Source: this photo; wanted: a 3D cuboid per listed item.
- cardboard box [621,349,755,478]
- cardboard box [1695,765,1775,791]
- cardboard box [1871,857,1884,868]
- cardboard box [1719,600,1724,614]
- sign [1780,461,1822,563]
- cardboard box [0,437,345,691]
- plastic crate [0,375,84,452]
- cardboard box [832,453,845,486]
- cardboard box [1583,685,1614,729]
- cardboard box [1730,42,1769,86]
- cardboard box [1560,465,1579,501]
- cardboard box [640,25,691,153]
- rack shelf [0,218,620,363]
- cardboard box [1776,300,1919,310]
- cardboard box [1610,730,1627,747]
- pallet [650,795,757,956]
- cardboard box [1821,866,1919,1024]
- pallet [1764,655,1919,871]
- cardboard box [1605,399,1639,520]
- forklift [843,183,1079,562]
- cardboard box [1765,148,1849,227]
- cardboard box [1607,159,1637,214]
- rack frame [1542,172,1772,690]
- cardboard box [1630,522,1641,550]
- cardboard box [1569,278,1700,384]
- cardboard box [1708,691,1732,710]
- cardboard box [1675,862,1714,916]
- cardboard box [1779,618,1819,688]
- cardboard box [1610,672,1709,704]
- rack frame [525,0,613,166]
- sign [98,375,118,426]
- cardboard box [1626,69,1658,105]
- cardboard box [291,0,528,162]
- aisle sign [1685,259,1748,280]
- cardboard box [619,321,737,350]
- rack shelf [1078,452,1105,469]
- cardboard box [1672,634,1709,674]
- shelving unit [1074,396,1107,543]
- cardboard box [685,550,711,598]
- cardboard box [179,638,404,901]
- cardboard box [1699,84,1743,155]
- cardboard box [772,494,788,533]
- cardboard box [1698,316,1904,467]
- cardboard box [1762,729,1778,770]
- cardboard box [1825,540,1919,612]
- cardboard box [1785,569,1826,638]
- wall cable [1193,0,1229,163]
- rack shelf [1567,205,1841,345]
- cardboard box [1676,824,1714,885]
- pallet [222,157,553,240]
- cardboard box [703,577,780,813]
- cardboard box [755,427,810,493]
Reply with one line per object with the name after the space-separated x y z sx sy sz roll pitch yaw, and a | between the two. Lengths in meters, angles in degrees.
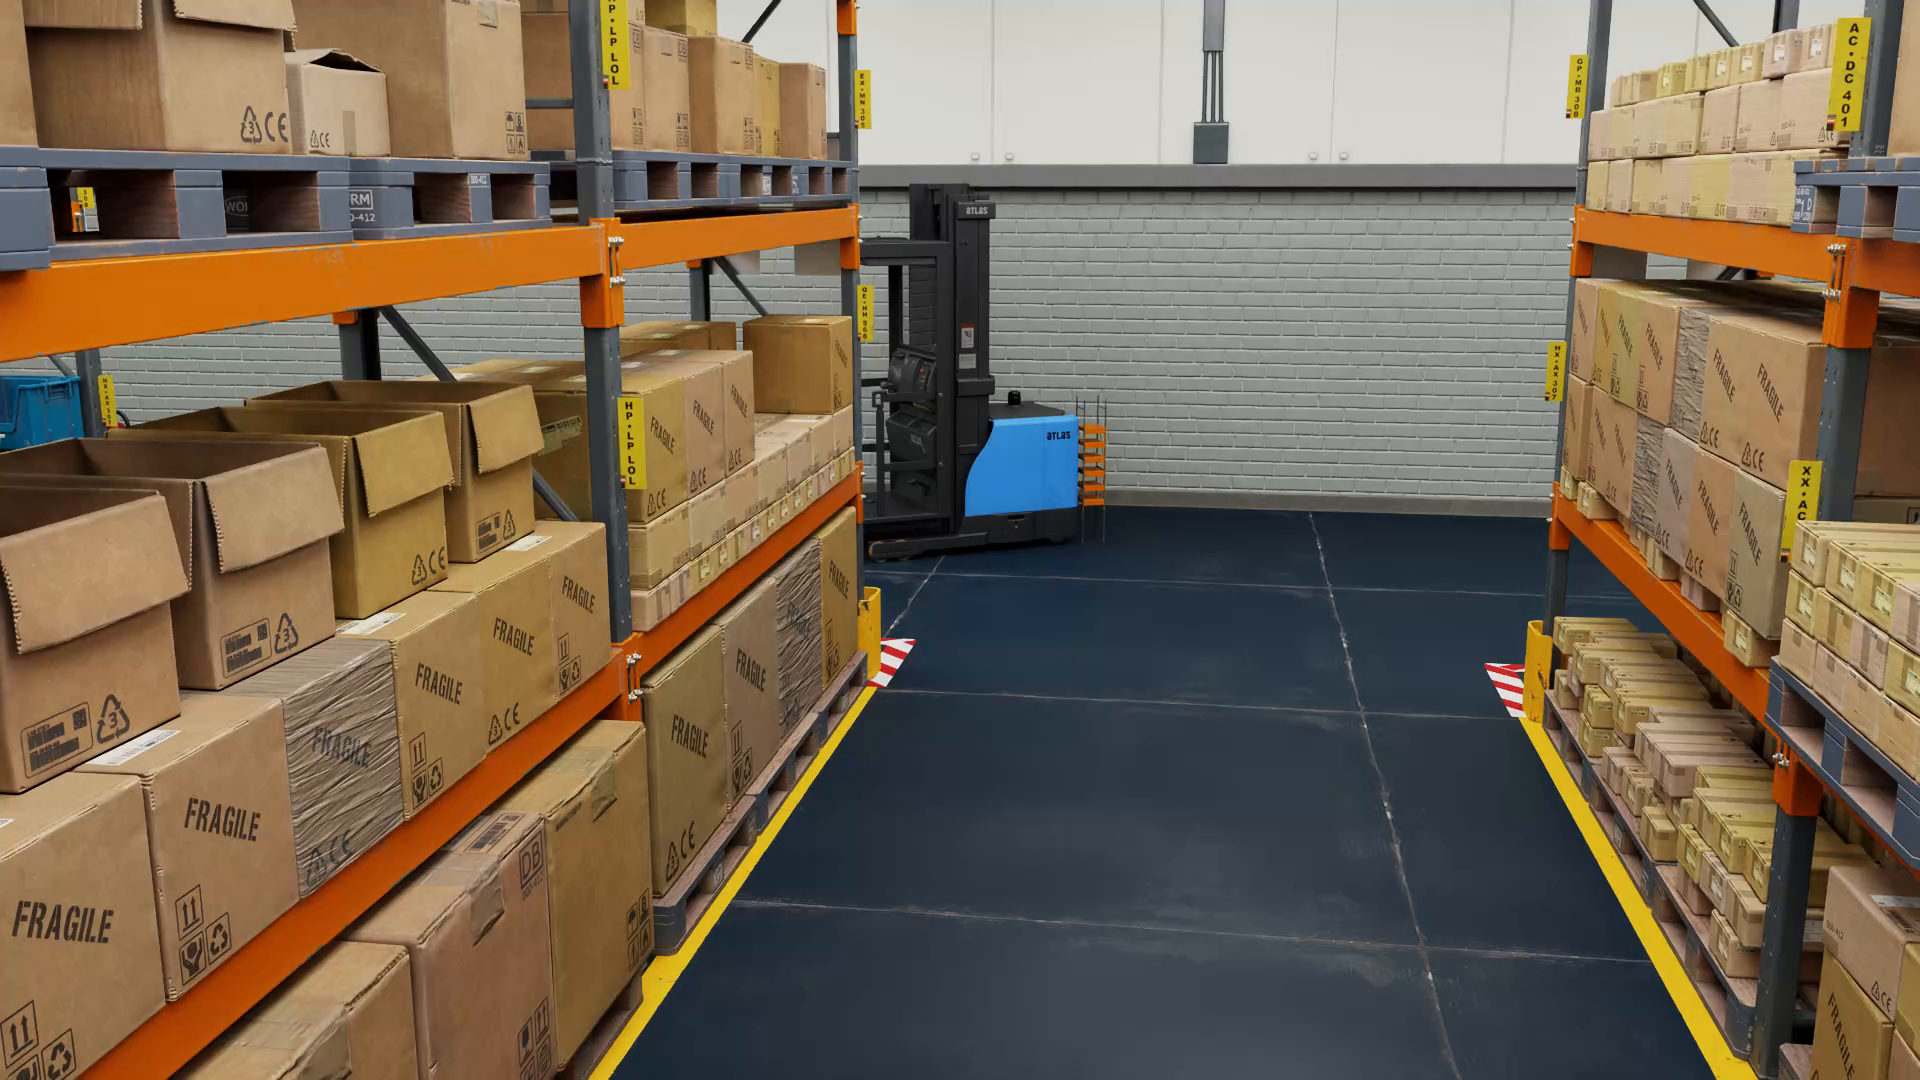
-1.219 -0.570 7.390 0.500 0.500 0.500 1 12 7 | cardboard box
3.128 1.009 6.549 0.380 0.149 0.250 2 12 11 | cardboard box
3.504 1.274 6.024 0.380 0.149 0.250 2 12 9 | cardboard box
3.134 0.246 6.330 0.380 0.149 0.250 2 12 7 | cardboard box
2.644 -0.087 5.222 0.100 0.325 0.005 2 12 9 | sign
-1.991 0.037 4.084 0.797 0.503 0.637 2 12 10 | cardboard box
-5.849 -0.794 10.329 0.616 0.435 0.499 2 12 9 | plastic crate
-0.856 -0.400 9.328 0.380 0.149 0.250 2 12 9 | cardboard box
3.268 0.822 8.123 0.380 0.149 0.250 2 12 10 | cardboard box
3.112 -1.771 6.196 0.380 0.149 0.250 1 12 6 | cardboard box
3.423 -0.301 8.866 0.380 0.149 0.250 2 12 8 | cardboard box
-1.556 -1.876 6.985 0.700 0.500 0.500 3 12 12 | cardboard box
-2.011 -0.528 3.910 1.077 0.370 4.000 2 12 9 | rack shelf
3.745 -0.736 6.972 0.500 0.500 0.500 1 12 7 | cardboard box
3.317 1.021 7.904 0.380 0.149 0.250 2 12 9 | cardboard box
-1.509 1.378 7.099 1.003 0.211 1.213 2 12 9 | pallet
2.807 1.148 4.705 0.500 0.250 0.500 1 12 6 | cardboard box
2.920 0.600 4.543 1.003 0.211 1.213 2 12 9 | pallet
3.310 -0.376 7.677 0.500 0.500 0.500 2 12 9 | cardboard box
-0.573 -1.382 13.448 3.031 2.935 1.130 -5 13 -22 | forklift
2.990 -1.152 5.454 0.500 0.250 0.500 2 12 10 | cardboard box
3.390 -1.679 7.899 0.500 0.250 0.500 2 12 10 | cardboard box
3.797 -0.480 9.103 1.000 3.000 0.127 2 12 9 | rack frame
3.294 -0.028 7.598 0.380 0.149 0.250 2 12 8 | cardboard box
3.466 -1.079 8.562 0.500 0.500 0.500 2 12 8 | cardboard box
3.777 0.842 8.029 0.380 0.149 0.250 2 12 8 | cardboard box
3.005 1.339 6.429 0.380 0.149 0.250 1 12 7 | cardboard box
2.667 0.337 4.910 0.380 0.149 0.250 1 12 6 | cardboard box
3.283 0.736 7.814 0.380 0.149 0.250 2 12 11 | cardboard box
-1.704 -2.762 5.450 1.000 3.000 0.127 2 12 9 | rack frame
-5.437 -0.888 10.607 0.100 0.325 0.005 2 12 9 | sign
3.313 -2.096 7.700 0.380 0.149 0.250 2 12 9 | cardboard box
-1.783 -1.429 5.150 0.700 0.500 0.500 2 12 10 | cardboard box
4.105 -1.757 8.854 0.394 0.787 0.004 2 12 9 | aisle sign
-1.506 -0.906 8.946 0.500 0.500 0.500 2 12 7 | cardboard box
1.088 -0.666 13.877 0.180 0.103 0.258 -3 12 -12 | rack shelf
3.870 0.586 8.513 0.380 0.149 0.250 2 12 10 | cardboard box
1.088 -0.592 13.892 0.189 1.200 0.258 -3 12 -12 | shelving unit
-1.249 0.133 6.853 0.380 0.149 0.250 2 12 11 | cardboard box
-1.744 0.544 4.113 0.500 0.500 0.500 2 12 9 | cardboard box
3.169 -1.606 6.375 0.500 0.250 0.500 2 12 11 | cardboard box
-1.053 -0.136 8.103 0.380 0.149 0.250 2 12 10 | cardboard box
3.061 -0.545 6.087 0.500 0.500 0.500 1 12 7 | cardboard box
3.628 0.910 7.008 0.380 0.149 0.250 1 12 6 | cardboard box
2.630 0.104 4.577 0.380 0.149 0.250 2 12 10 | cardboard box
2.667 0.191 4.879 0.380 0.149 0.250 2 12 10 | cardboard box
3.187 -6.233 13.919 2.277 5.999 0.120 2 12 9 | wall cable
3.489 -1.179 6.931 1.077 0.370 4.000 2 12 9 | rack shelf
2.969 1.206 6.341 0.380 0.149 0.250 1 12 7 | cardboard box
-1.796 -1.010 4.894 0.805 0.209 1.217 1 12 6 | pallet
-1.385 0.682 7.757 0.875 0.875 0.875 2 12 9 | cardboard box
-1.057 -0.413 8.441 0.500 0.250 0.500 1 12 7 | cardboard box
